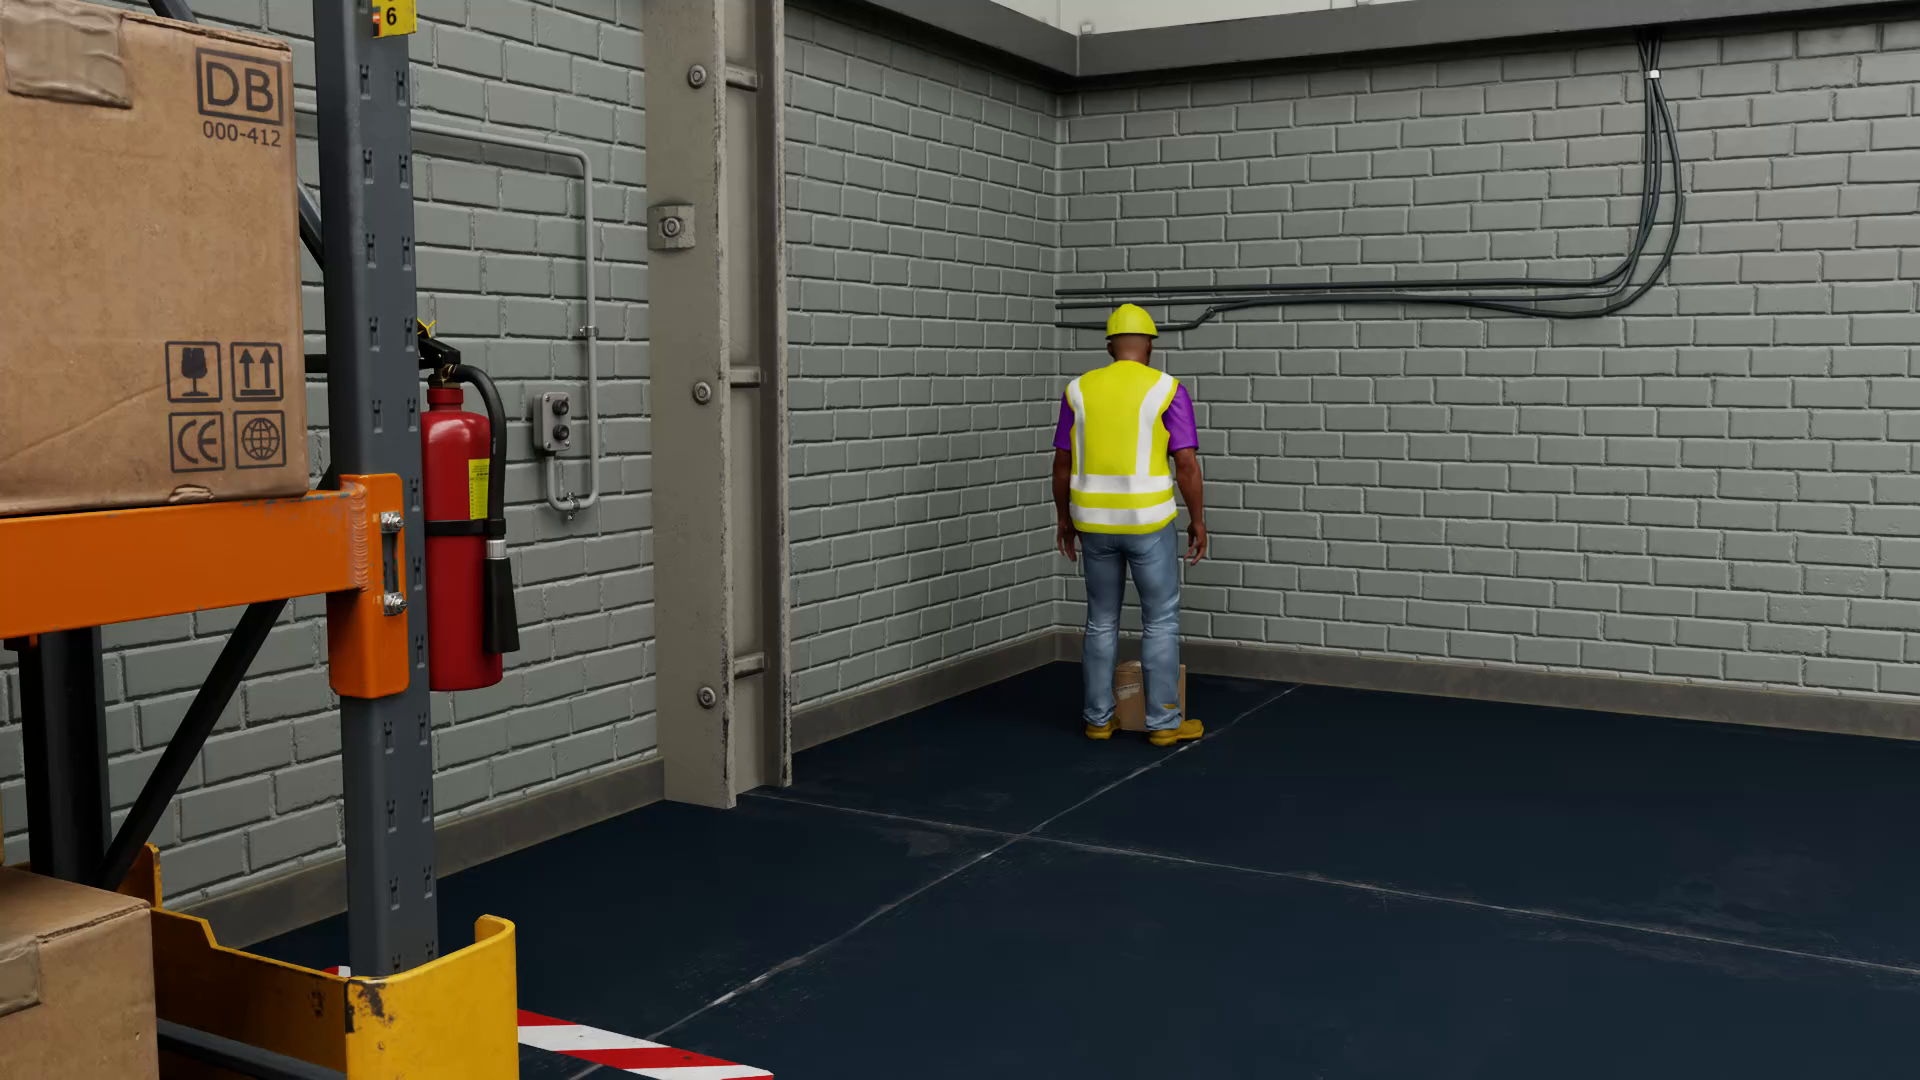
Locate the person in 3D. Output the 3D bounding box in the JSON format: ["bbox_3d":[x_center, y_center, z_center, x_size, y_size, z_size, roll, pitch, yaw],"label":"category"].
[{"bbox_3d":[0.685,-0.071,6.732,0.637,1.761,0.455,3,7,26],"label":"person"}]
